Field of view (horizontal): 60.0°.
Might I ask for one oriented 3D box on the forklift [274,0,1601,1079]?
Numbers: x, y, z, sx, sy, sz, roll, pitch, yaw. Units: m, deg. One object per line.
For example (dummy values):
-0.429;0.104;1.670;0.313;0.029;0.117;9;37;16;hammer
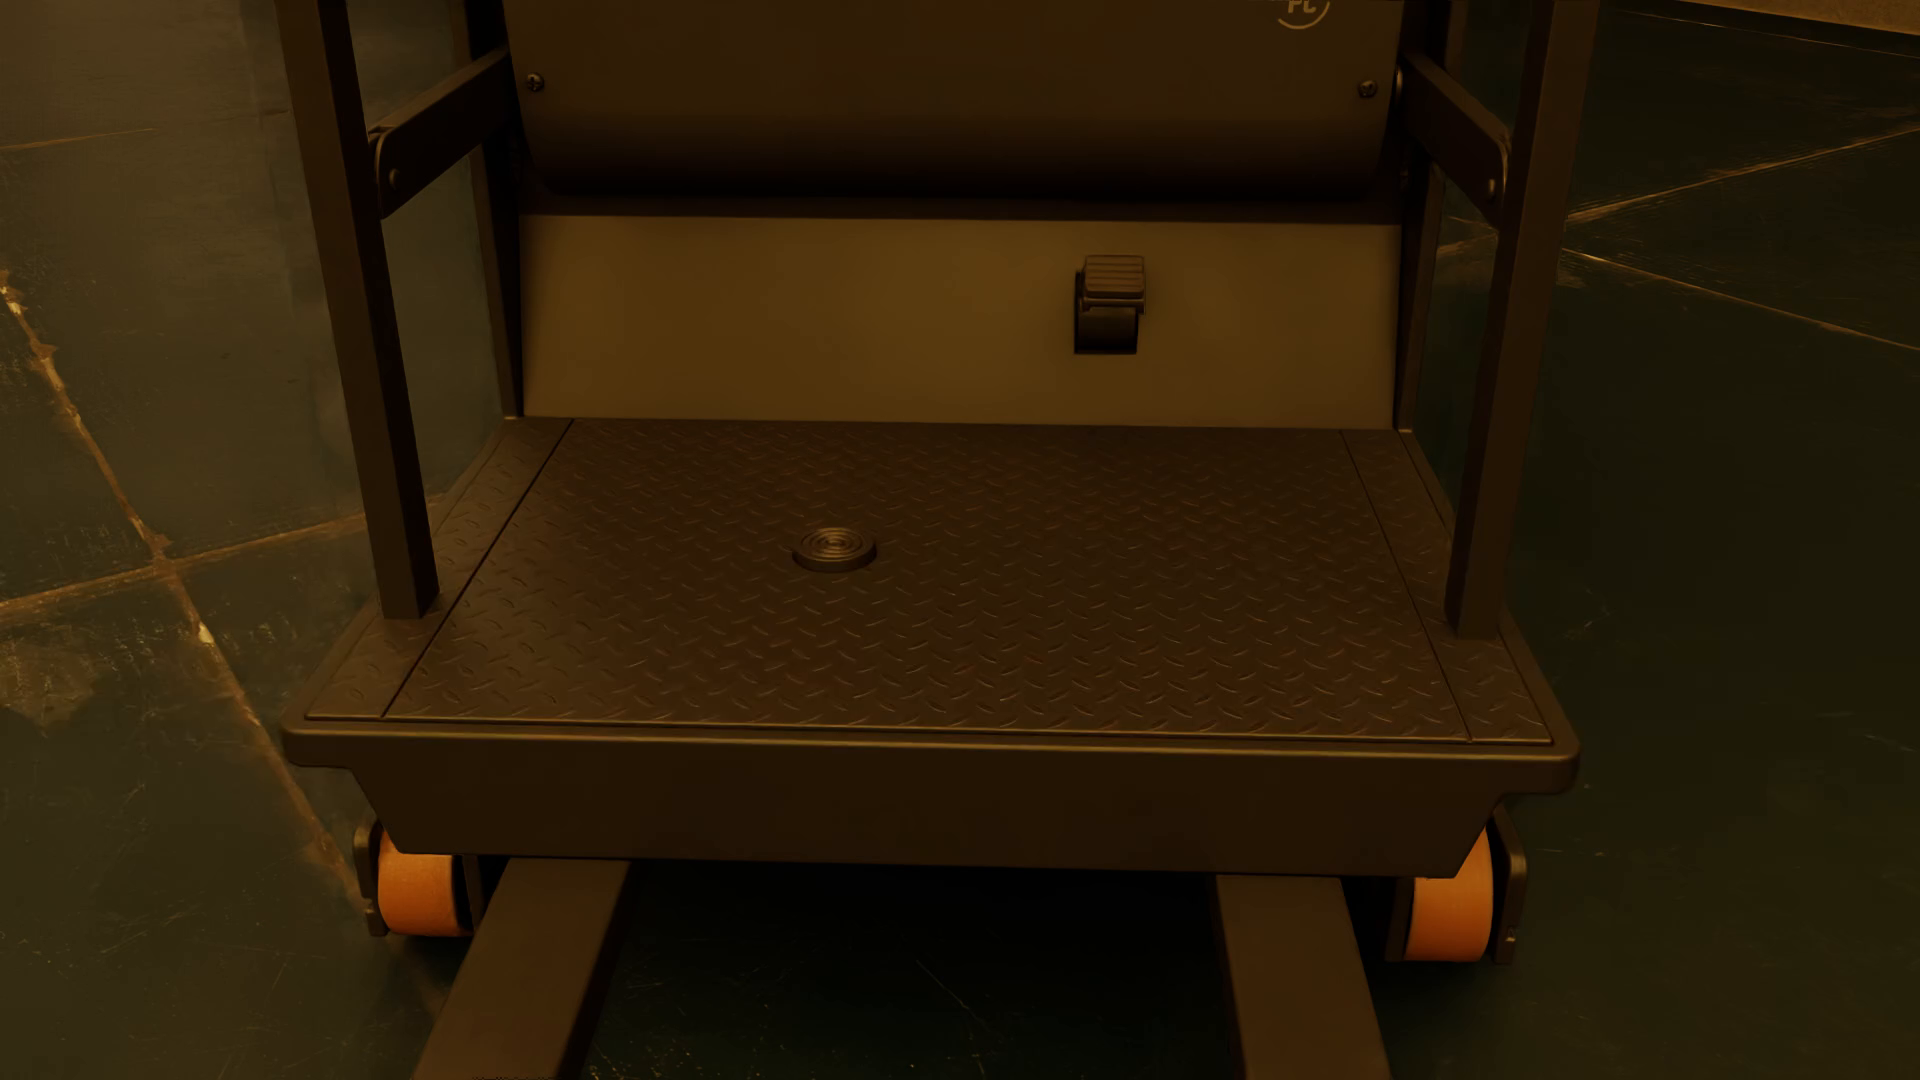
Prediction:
-0.015;-1.036;1.296;1.130;2.935;3.031;1;27;2;forklift
